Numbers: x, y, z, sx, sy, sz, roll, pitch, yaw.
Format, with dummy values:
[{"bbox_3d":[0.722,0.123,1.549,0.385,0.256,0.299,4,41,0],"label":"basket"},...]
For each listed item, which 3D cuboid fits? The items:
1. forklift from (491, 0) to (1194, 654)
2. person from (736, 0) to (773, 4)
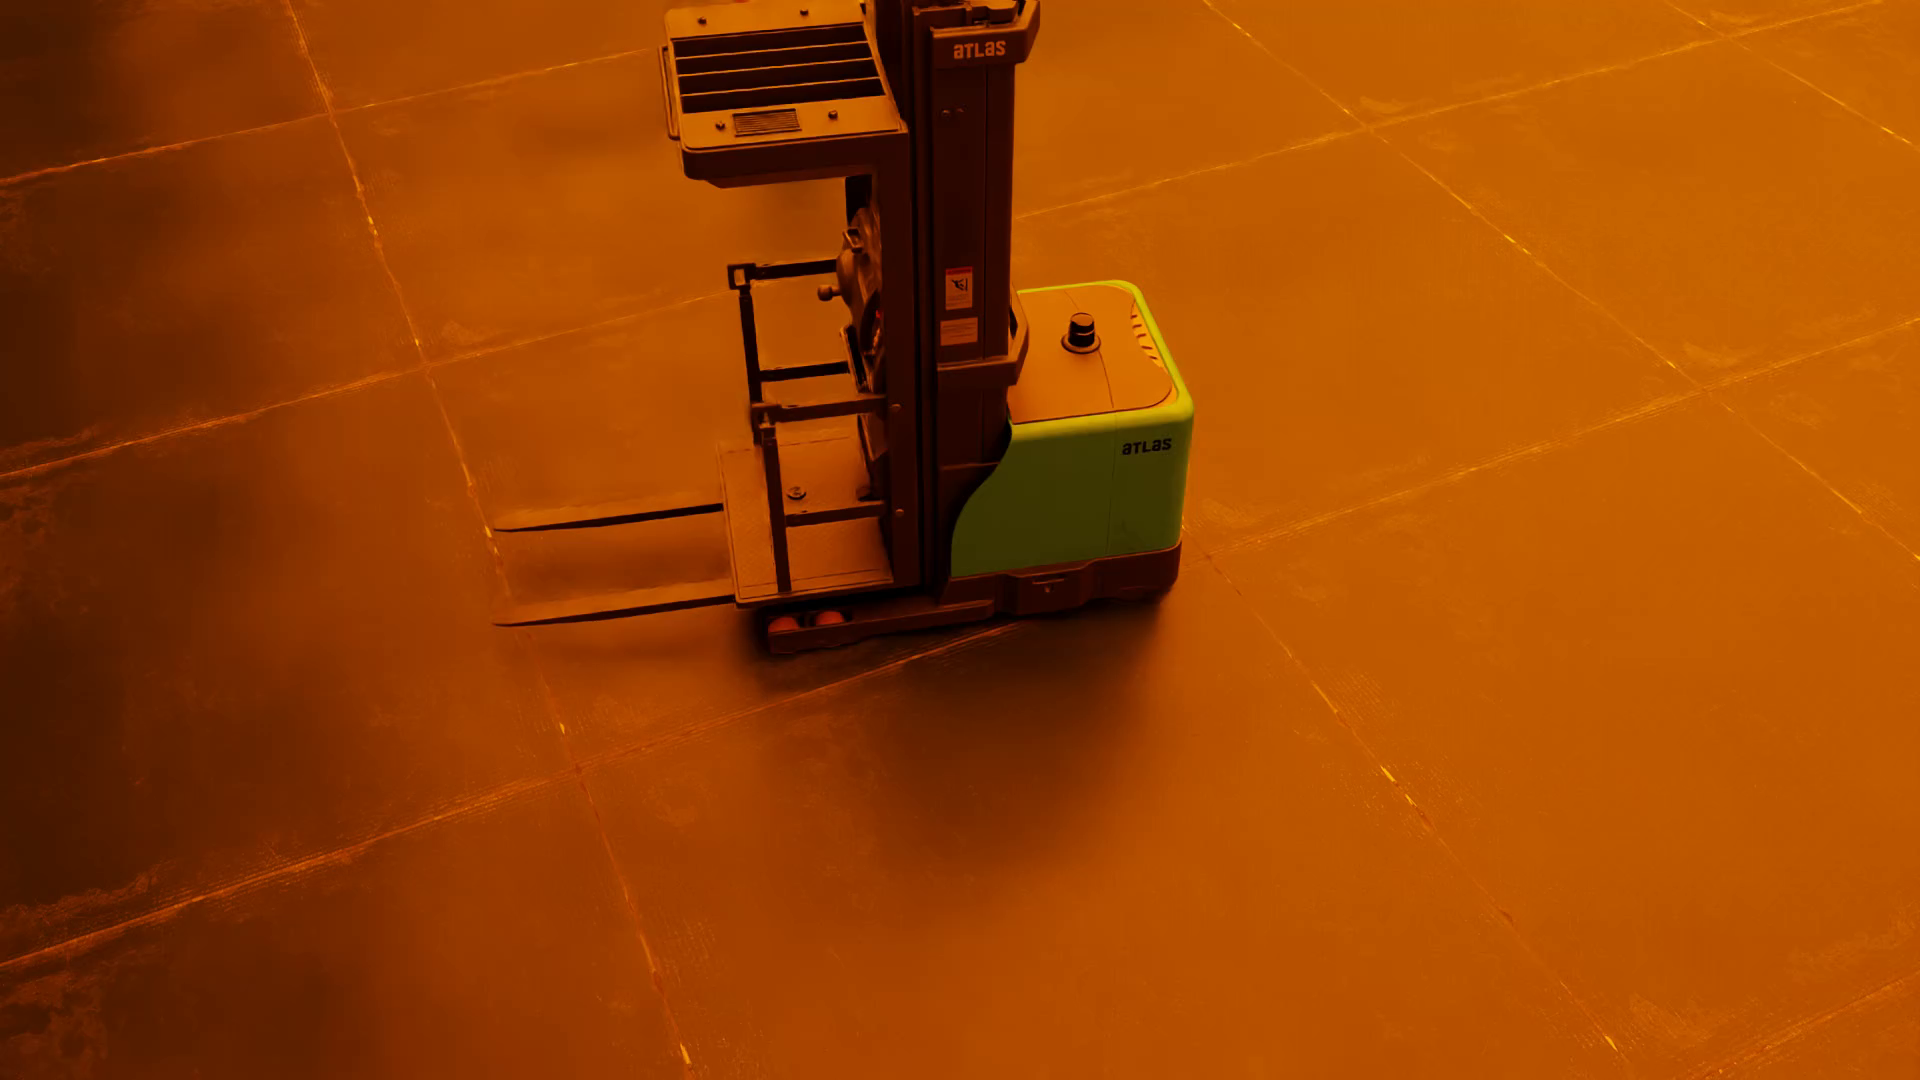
[{"bbox_3d":[-0.580,-0.966,6.715,3.031,2.935,1.130,-7,44,-8],"label":"forklift"},{"bbox_3d":[-1.106,-3.340,10.110,0.663,1.771,0.543,-27,49,-26],"label":"person"}]
